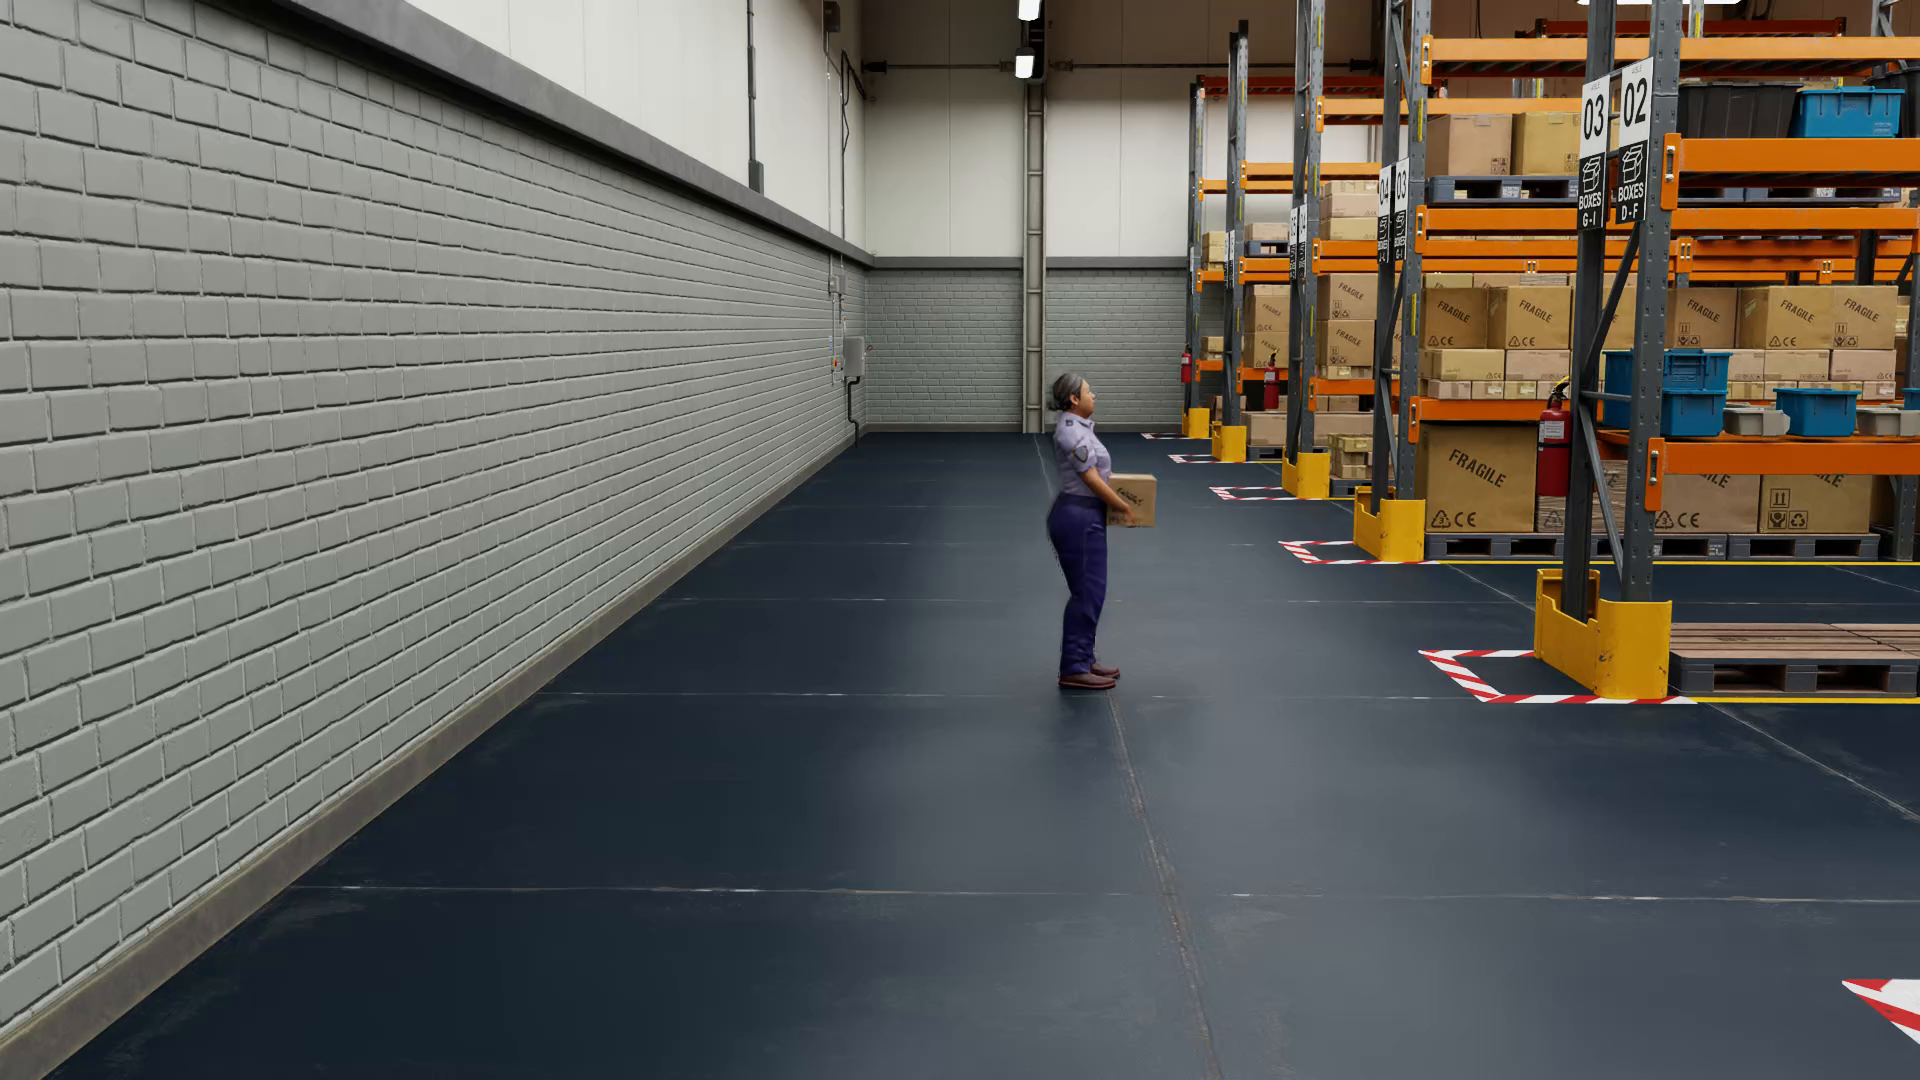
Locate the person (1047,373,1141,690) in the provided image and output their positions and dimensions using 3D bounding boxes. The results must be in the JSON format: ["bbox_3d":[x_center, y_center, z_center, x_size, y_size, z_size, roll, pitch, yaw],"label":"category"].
[{"bbox_3d":[0.721,-0.059,8.808,0.512,1.641,0.475,0,7,0],"label":"person"}]
